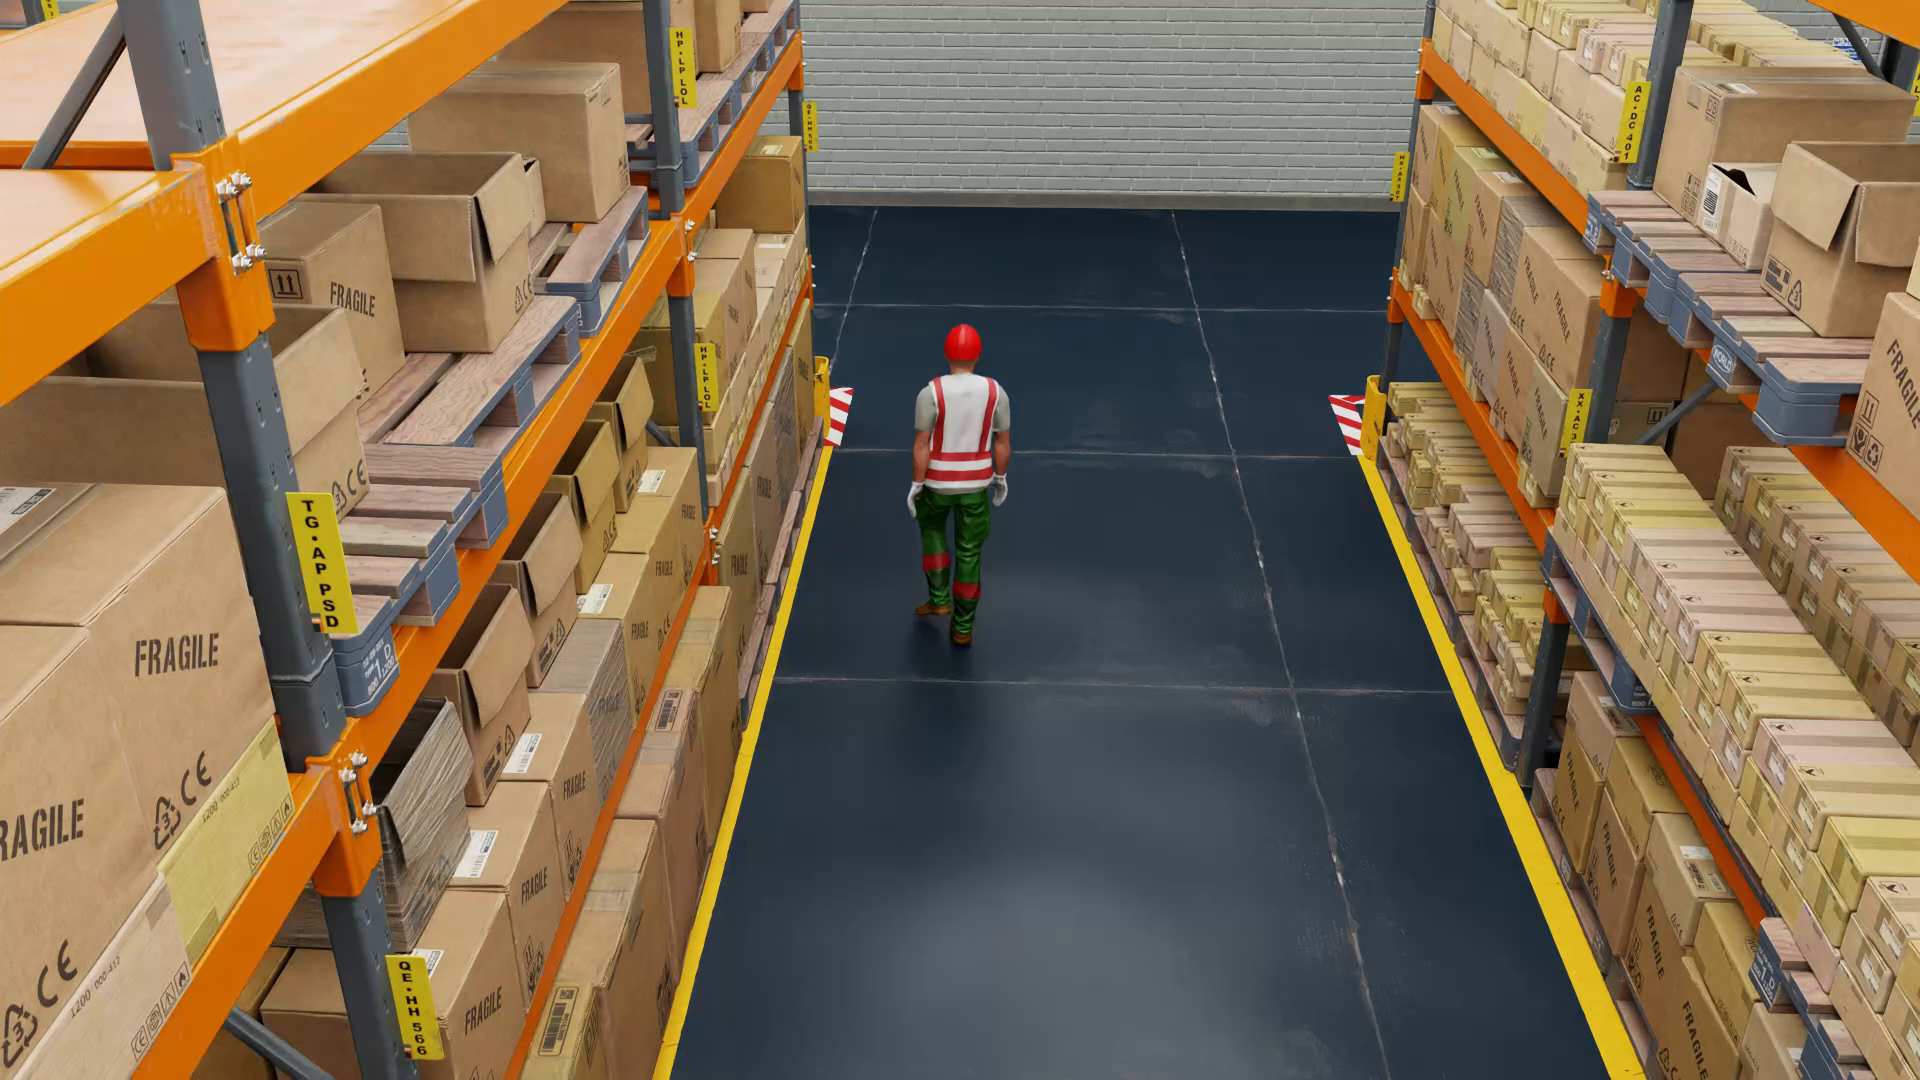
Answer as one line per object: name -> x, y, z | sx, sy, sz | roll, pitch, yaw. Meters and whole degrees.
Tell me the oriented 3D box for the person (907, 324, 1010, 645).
person -> -0.008, -0.301, 9.147 | 0.580, 1.784, 0.534 | -2, 28, -4
